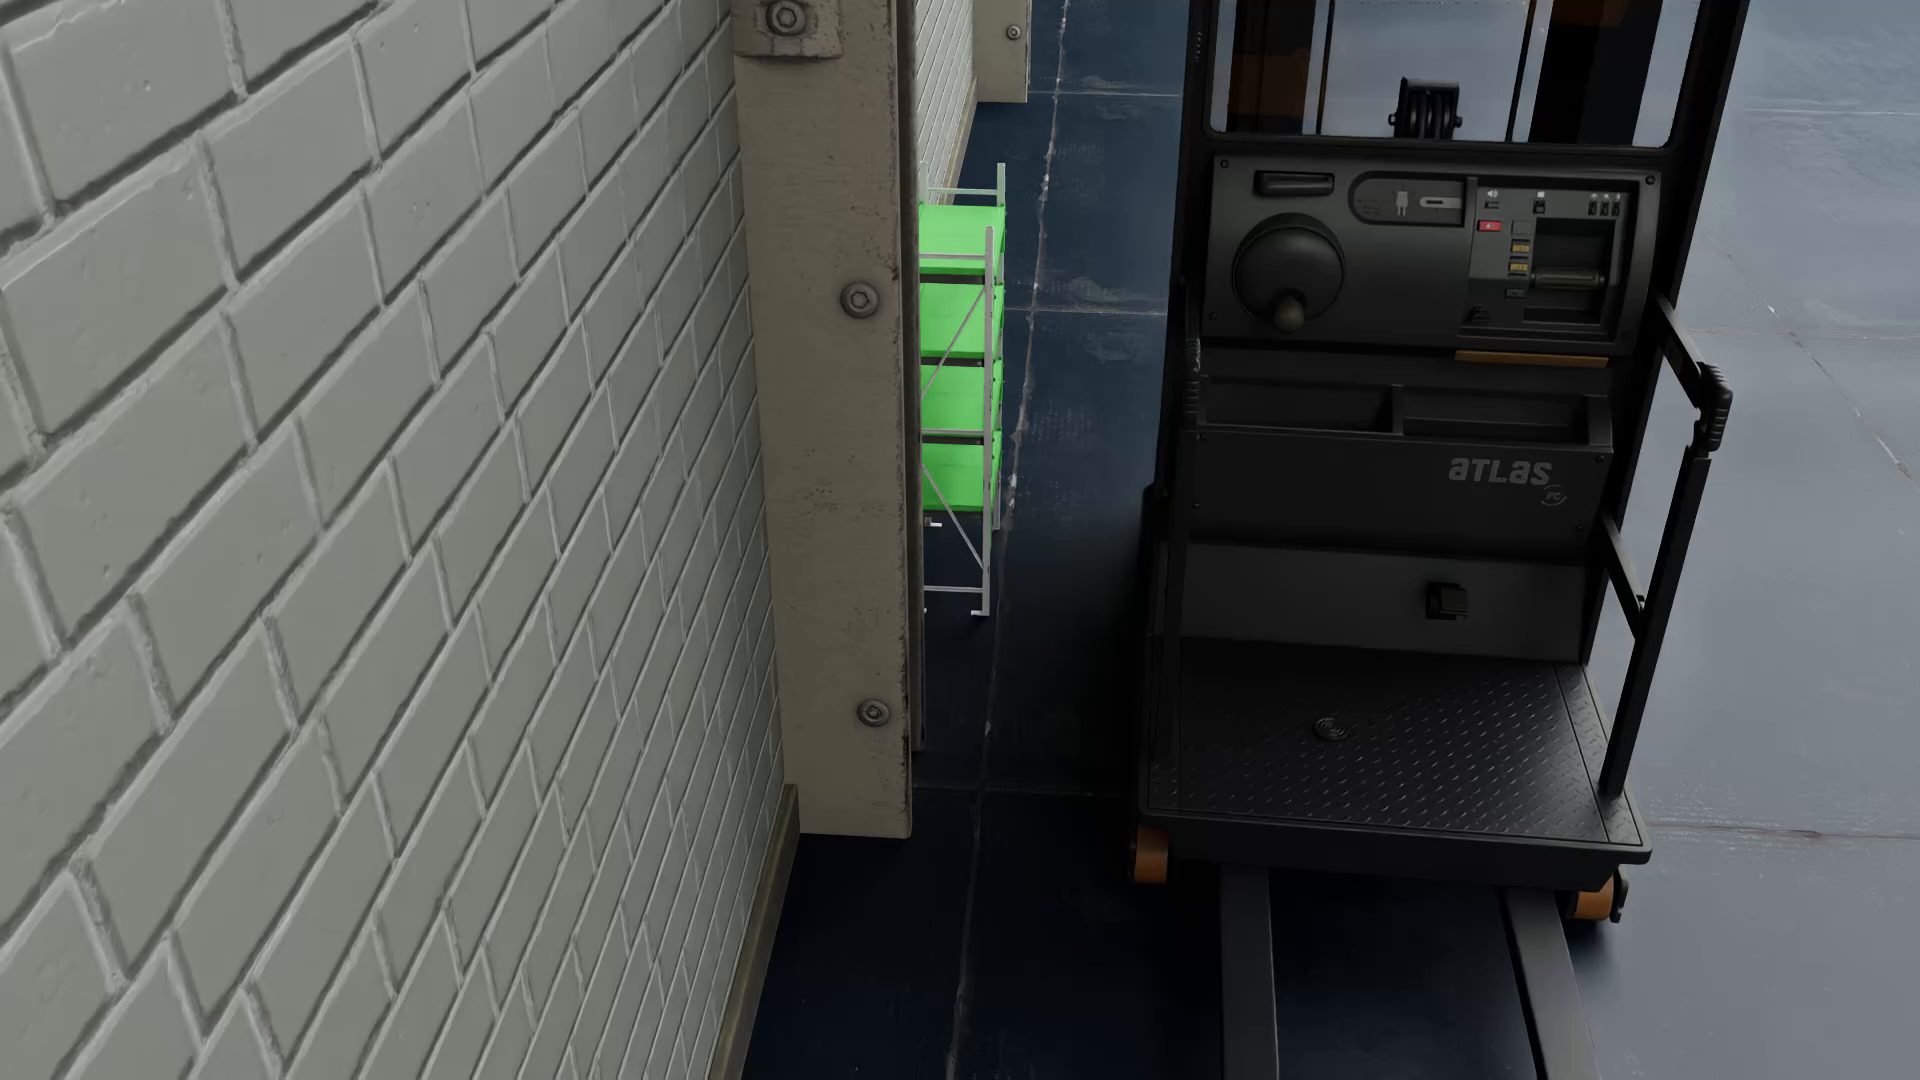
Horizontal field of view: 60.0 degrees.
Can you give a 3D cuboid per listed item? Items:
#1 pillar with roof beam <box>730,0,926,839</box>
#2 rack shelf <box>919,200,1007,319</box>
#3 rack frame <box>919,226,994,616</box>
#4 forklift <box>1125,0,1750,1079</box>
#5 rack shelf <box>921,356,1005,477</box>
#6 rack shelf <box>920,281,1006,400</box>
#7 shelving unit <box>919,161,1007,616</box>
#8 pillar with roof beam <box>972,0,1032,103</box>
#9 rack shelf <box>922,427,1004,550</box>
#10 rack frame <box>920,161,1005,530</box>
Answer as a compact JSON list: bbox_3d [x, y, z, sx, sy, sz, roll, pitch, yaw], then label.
[{"bbox_3d":[4.031,-3.028,1.586,9.100,9.000,0.400,2,32,4],"label":"pillar with roof beam"},{"bbox_3d":[-0.013,-0.778,4.576,0.258,0.148,0.480,2,32,4],"label":"rack shelf"},{"bbox_3d":[-0.033,-0.297,4.588,0.240,1.200,0.015,2,32,4],"label":"rack frame"},{"bbox_3d":[0.979,-0.566,3.375,1.130,2.935,3.031,4,32,6],"label":"forklift"},{"bbox_3d":[-0.013,-0.370,4.828,0.258,0.148,0.480,2,32,4],"label":"rack shelf"},{"bbox_3d":[-0.013,-0.574,4.702,0.258,0.148,0.480,2,32,4],"label":"rack shelf"},{"bbox_3d":[-0.013,-0.424,4.795,0.258,1.200,0.503,2,32,4],"label":"shelving unit"},{"bbox_3d":[4.519,-6.165,6.677,9.100,9.000,0.400,2,32,4],"label":"pillar with roof beam"},{"bbox_3d":[-0.013,-0.166,4.954,0.258,0.148,0.480,2,32,4],"label":"rack shelf"},{"bbox_3d":[0.006,-0.552,5.002,0.240,1.200,0.015,2,32,4],"label":"rack frame"}]
